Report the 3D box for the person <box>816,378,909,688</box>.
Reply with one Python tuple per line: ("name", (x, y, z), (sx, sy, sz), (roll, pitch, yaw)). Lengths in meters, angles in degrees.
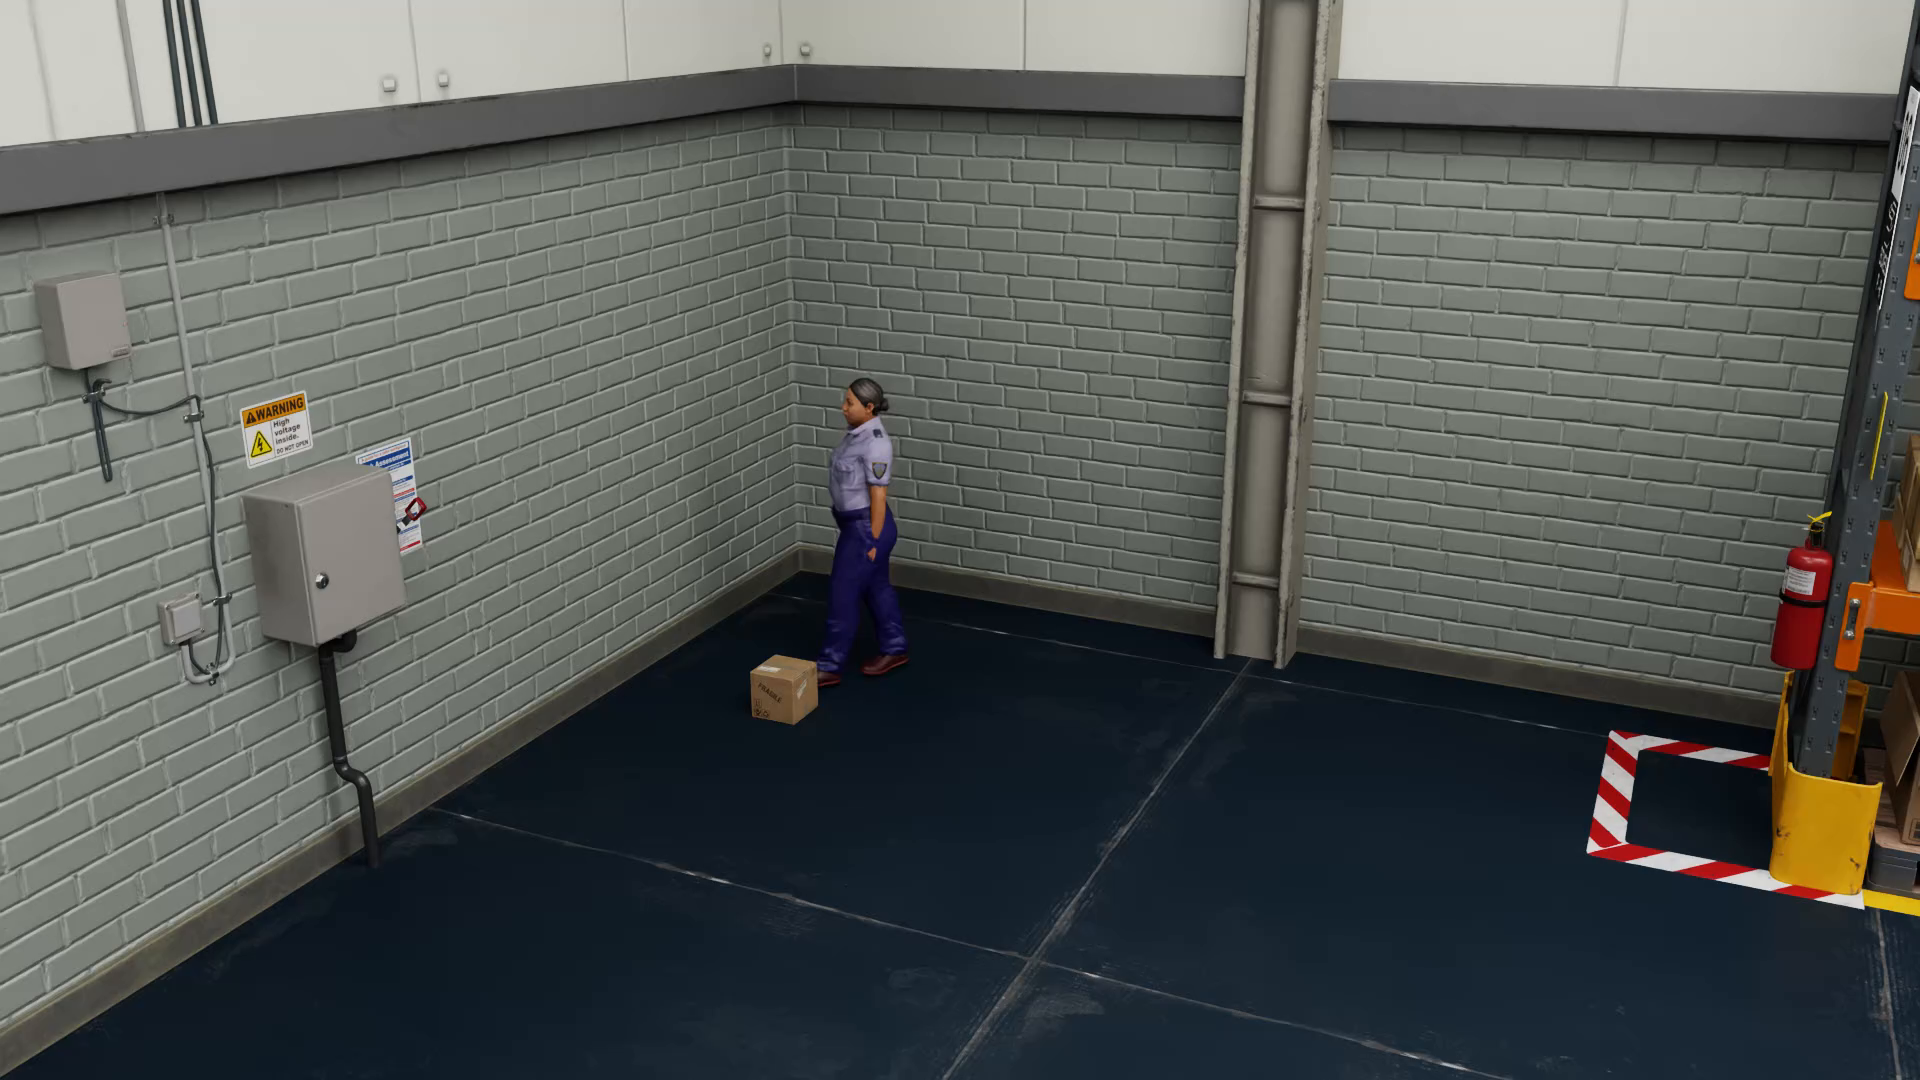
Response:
("person", (-0.600, -0.046, 8.706), (0.683, 1.634, 0.453), (-4, 20, -10))
